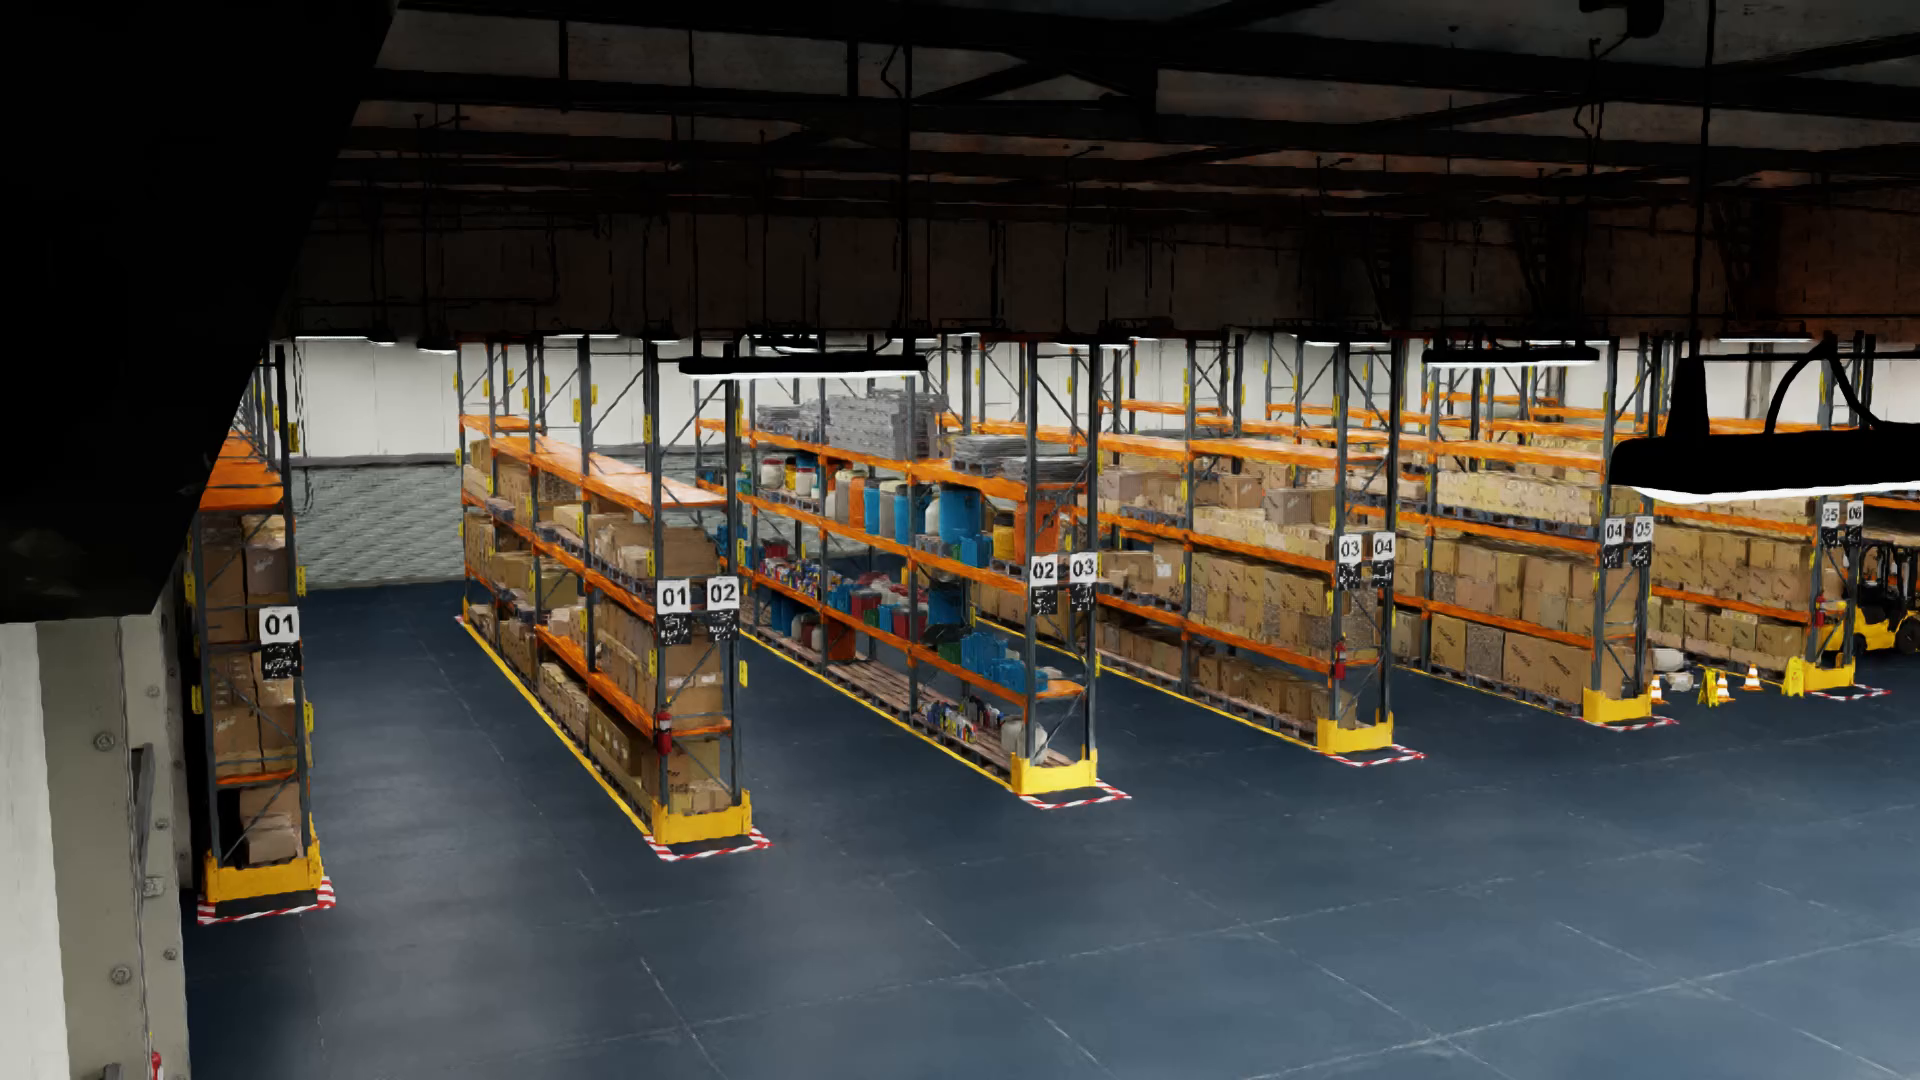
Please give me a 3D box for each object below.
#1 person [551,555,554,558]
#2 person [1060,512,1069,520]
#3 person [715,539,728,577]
[{"bbox_3d":[-9.000,0.504,37.046,0.556,1.672,0.700,2,8,12],"label":"person"},{"bbox_3d":[2.582,-0.044,41.256,0.514,1.673,0.567,-2,8,-15],"label":"person"},{"bbox_3d":[-5.147,0.773,35.304,0.498,1.618,0.961,0,8,-3],"label":"person"}]
